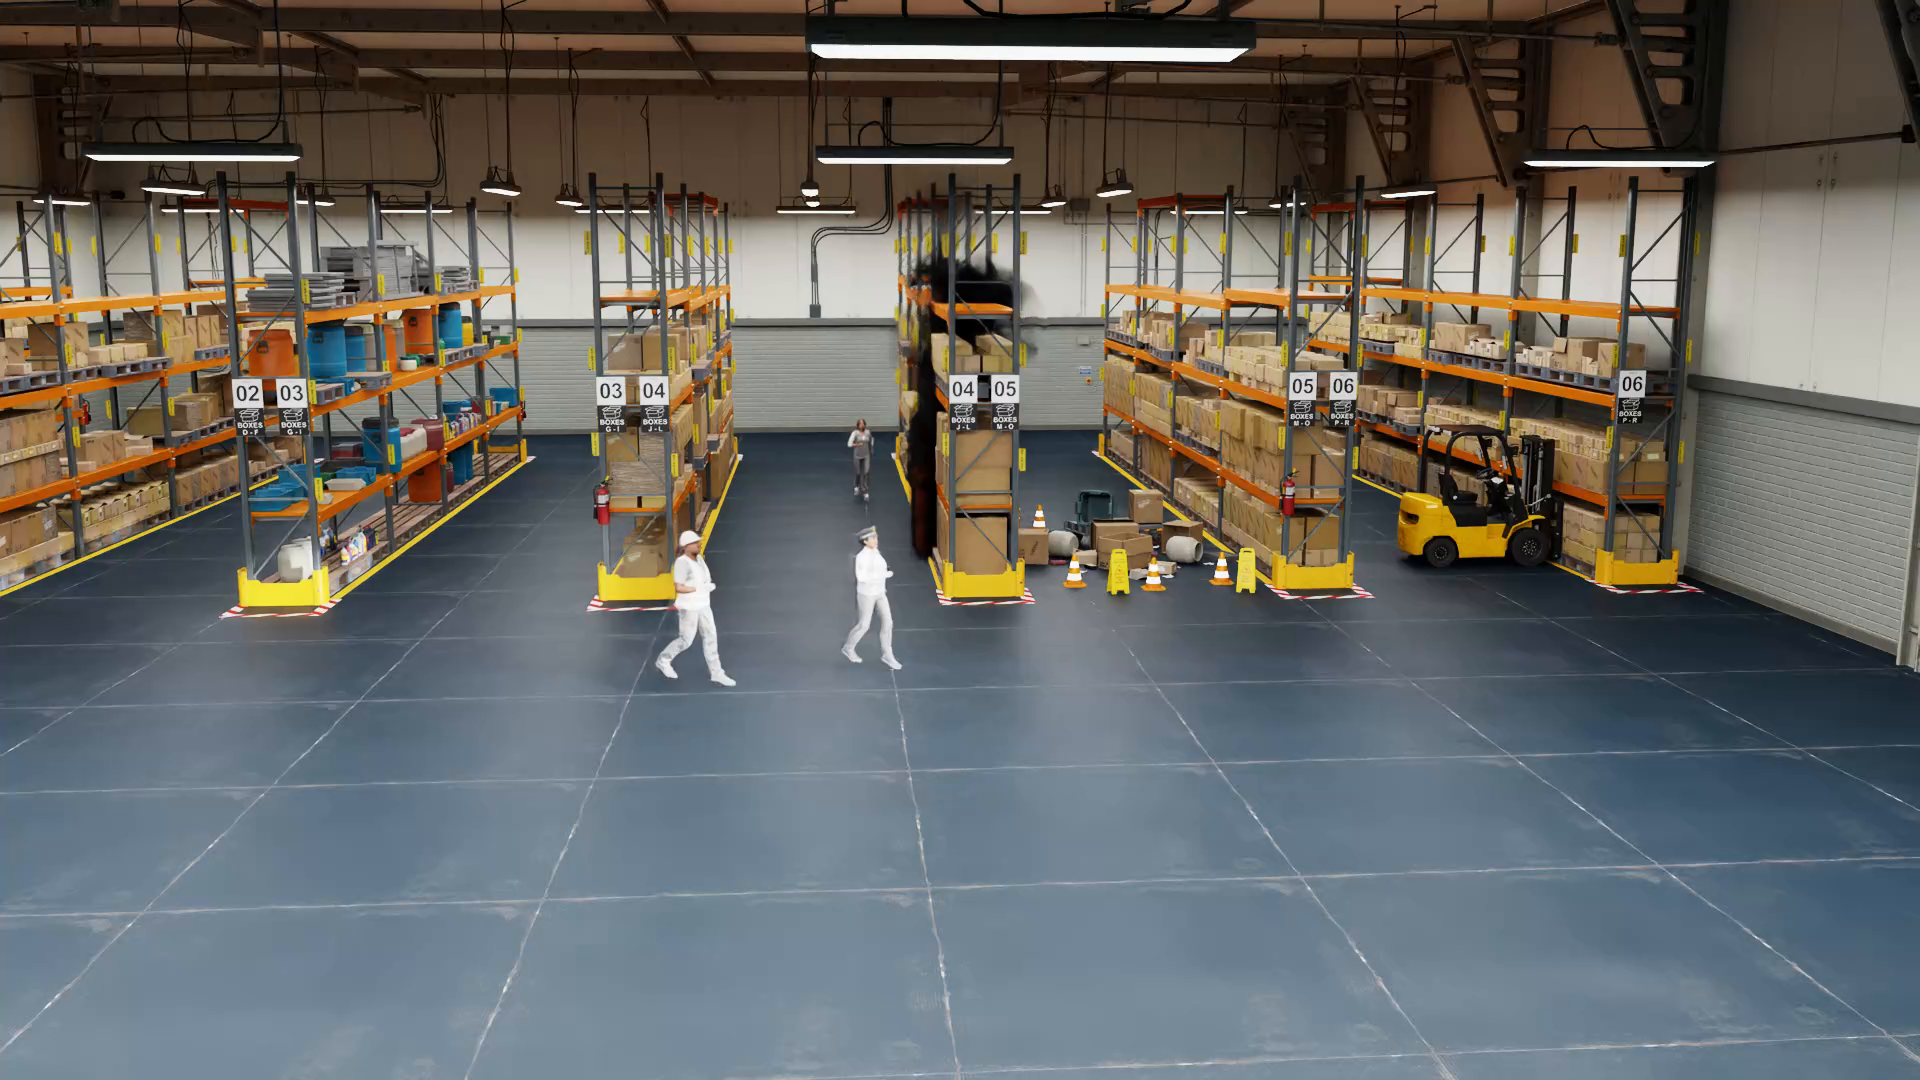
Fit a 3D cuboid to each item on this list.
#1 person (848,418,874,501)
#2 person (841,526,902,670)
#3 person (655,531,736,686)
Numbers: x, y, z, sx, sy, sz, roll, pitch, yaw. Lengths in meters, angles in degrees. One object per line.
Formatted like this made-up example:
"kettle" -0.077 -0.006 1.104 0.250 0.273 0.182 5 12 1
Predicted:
"person" -1.969 -1.628 33.189 0.566 1.611 0.831 -2 10 -13
"person" -1.068 0.682 19.889 0.784 1.725 0.600 6 12 31
"person" -3.058 0.777 19.019 0.978 1.787 0.682 4 11 20
